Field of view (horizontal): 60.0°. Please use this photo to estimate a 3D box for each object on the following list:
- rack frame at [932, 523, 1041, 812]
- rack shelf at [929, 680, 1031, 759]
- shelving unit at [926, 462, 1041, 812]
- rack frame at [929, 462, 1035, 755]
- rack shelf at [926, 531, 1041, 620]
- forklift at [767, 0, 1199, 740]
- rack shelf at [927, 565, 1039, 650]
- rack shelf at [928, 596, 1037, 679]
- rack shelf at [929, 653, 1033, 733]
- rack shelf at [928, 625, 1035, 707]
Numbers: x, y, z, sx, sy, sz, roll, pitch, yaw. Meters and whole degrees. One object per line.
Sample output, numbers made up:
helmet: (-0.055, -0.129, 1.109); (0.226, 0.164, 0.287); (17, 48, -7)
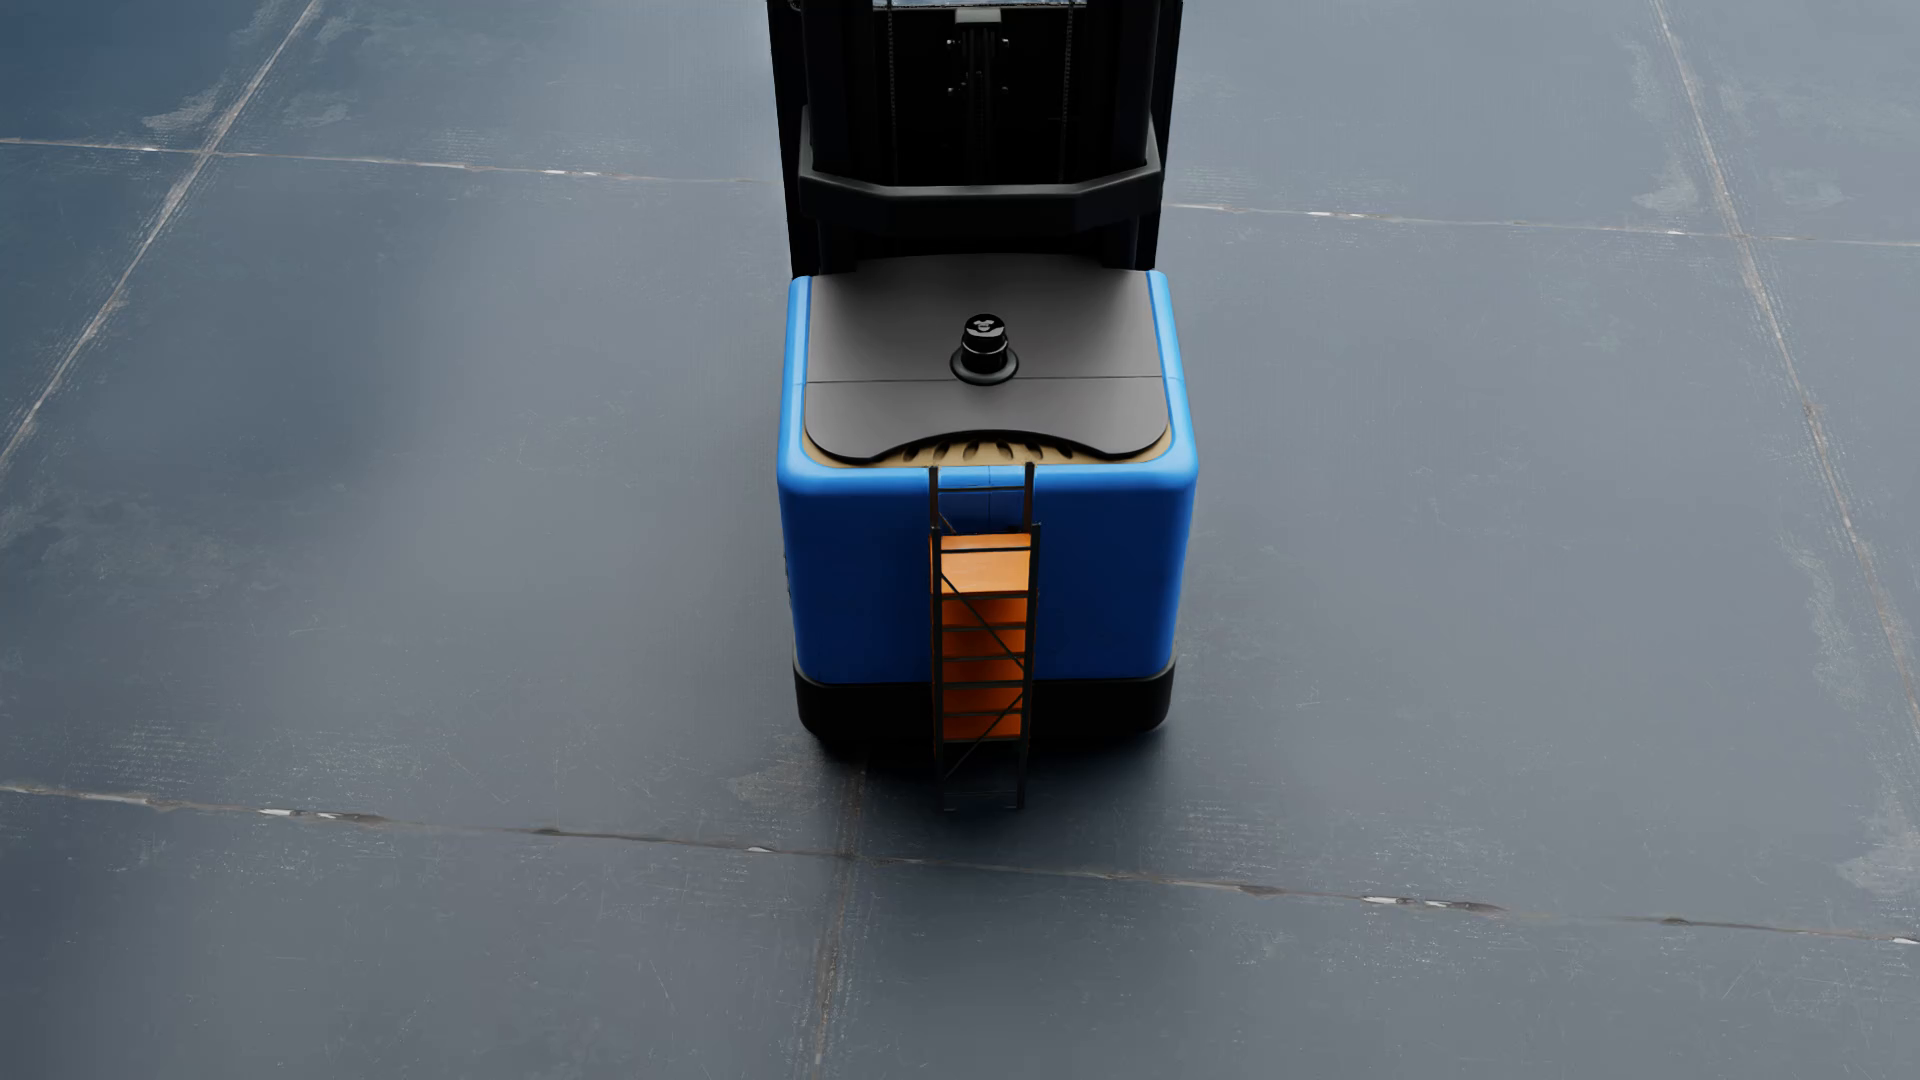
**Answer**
rack frame: (0.057, 0.355, 4.113); (0.240, 1.200, 0.006); (-2, 50, -2)
rack shelf: (0.052, 0.468, 4.389); (0.258, 0.103, 0.180); (-2, 50, -2)
shelving unit: (0.053, 0.285, 4.171); (0.258, 1.200, 0.189); (-2, 50, -2)
rack frame: (0.048, 0.215, 4.230); (0.240, 1.200, 0.006); (-2, 50, -2)
rack shelf: (0.053, 0.082, 3.930); (0.258, 0.103, 0.180); (-2, 50, -2)
forklift: (0.033, -1.507, 4.642); (1.130, 2.935, 3.031); (-1, 48, -1)
rack shelf: (0.053, 0.159, 4.022); (0.258, 0.103, 0.180); (-2, 50, -2)
rack shelf: (0.053, 0.236, 4.114); (0.258, 0.103, 0.180); (-2, 50, -2)
rack shelf: (0.052, 0.391, 4.297); (0.258, 0.103, 0.180); (-2, 50, -2)
rack shelf: (0.052, 0.314, 4.205); (0.258, 0.103, 0.180); (-2, 50, -2)
